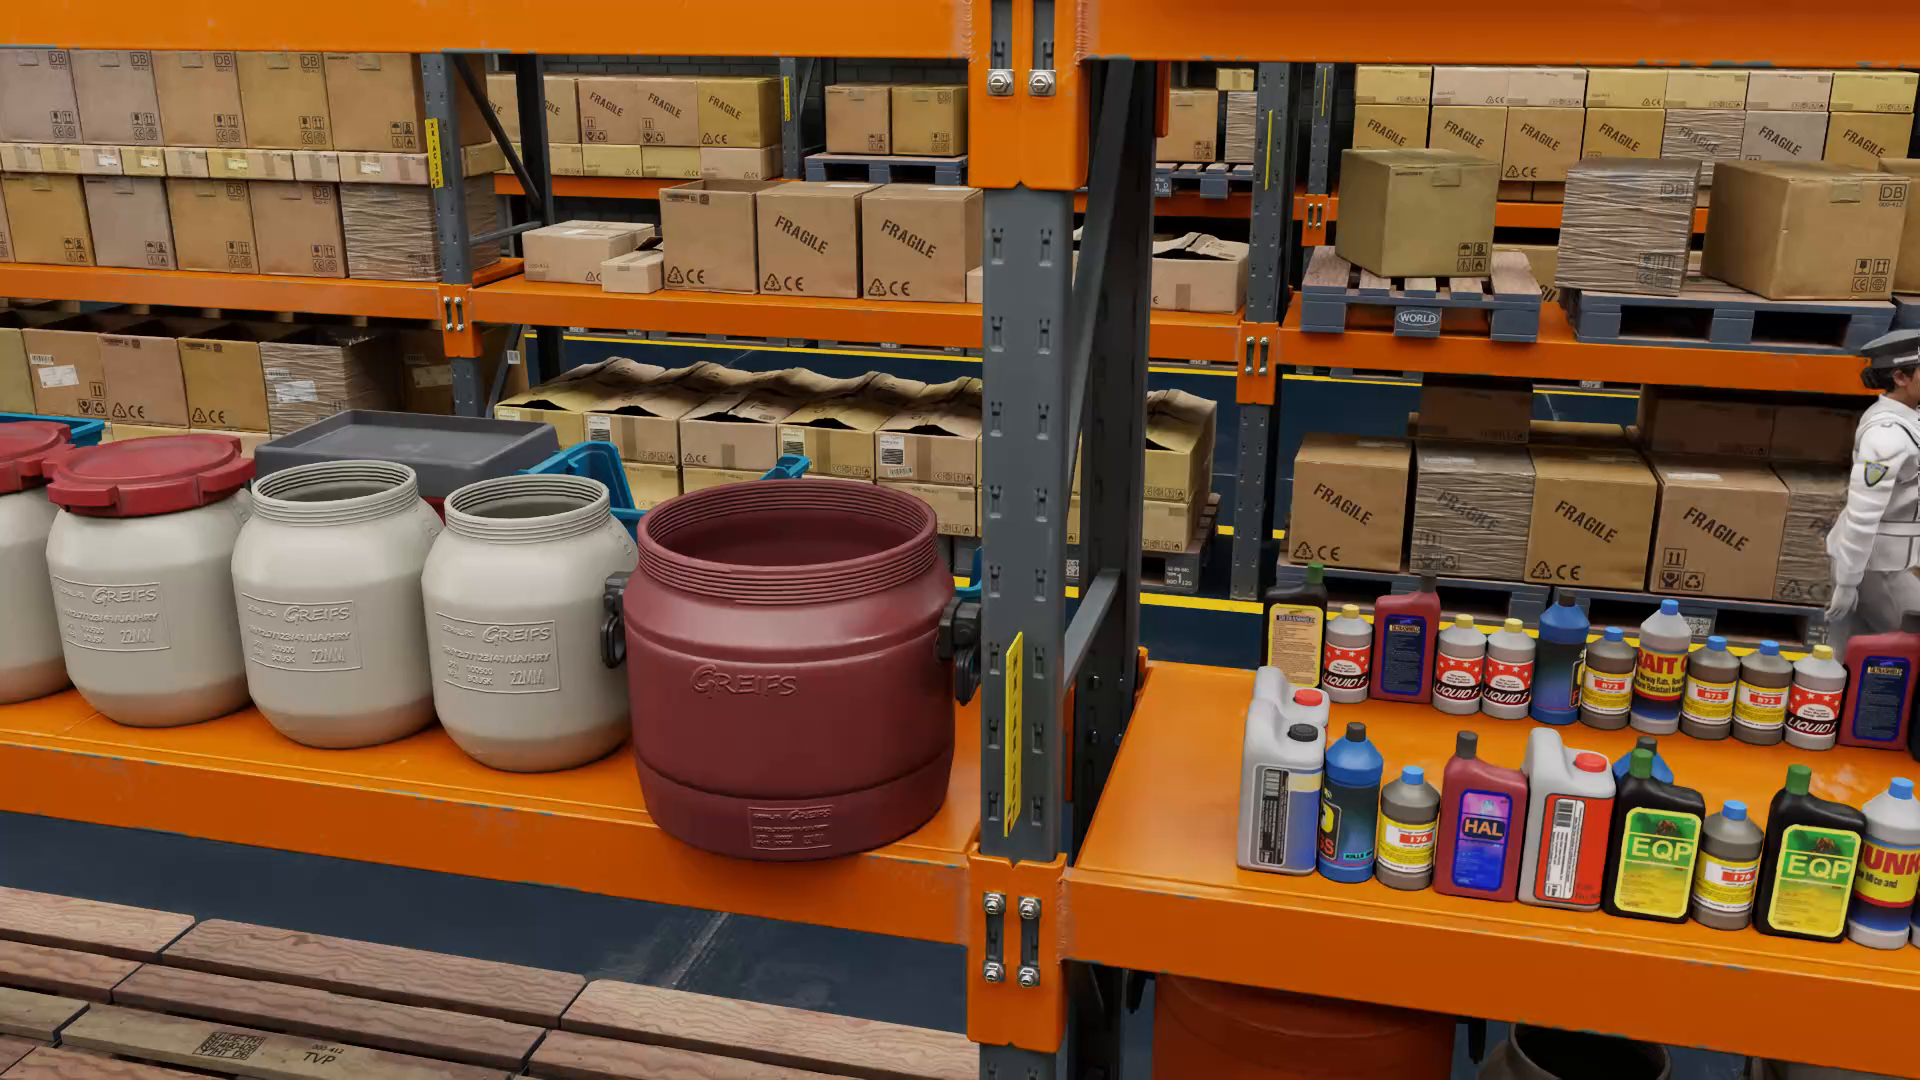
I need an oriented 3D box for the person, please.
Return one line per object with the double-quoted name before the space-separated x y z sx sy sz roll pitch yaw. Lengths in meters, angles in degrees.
"person" 3.148 0.122 5.677 0.490 1.744 0.493 9 21 26
